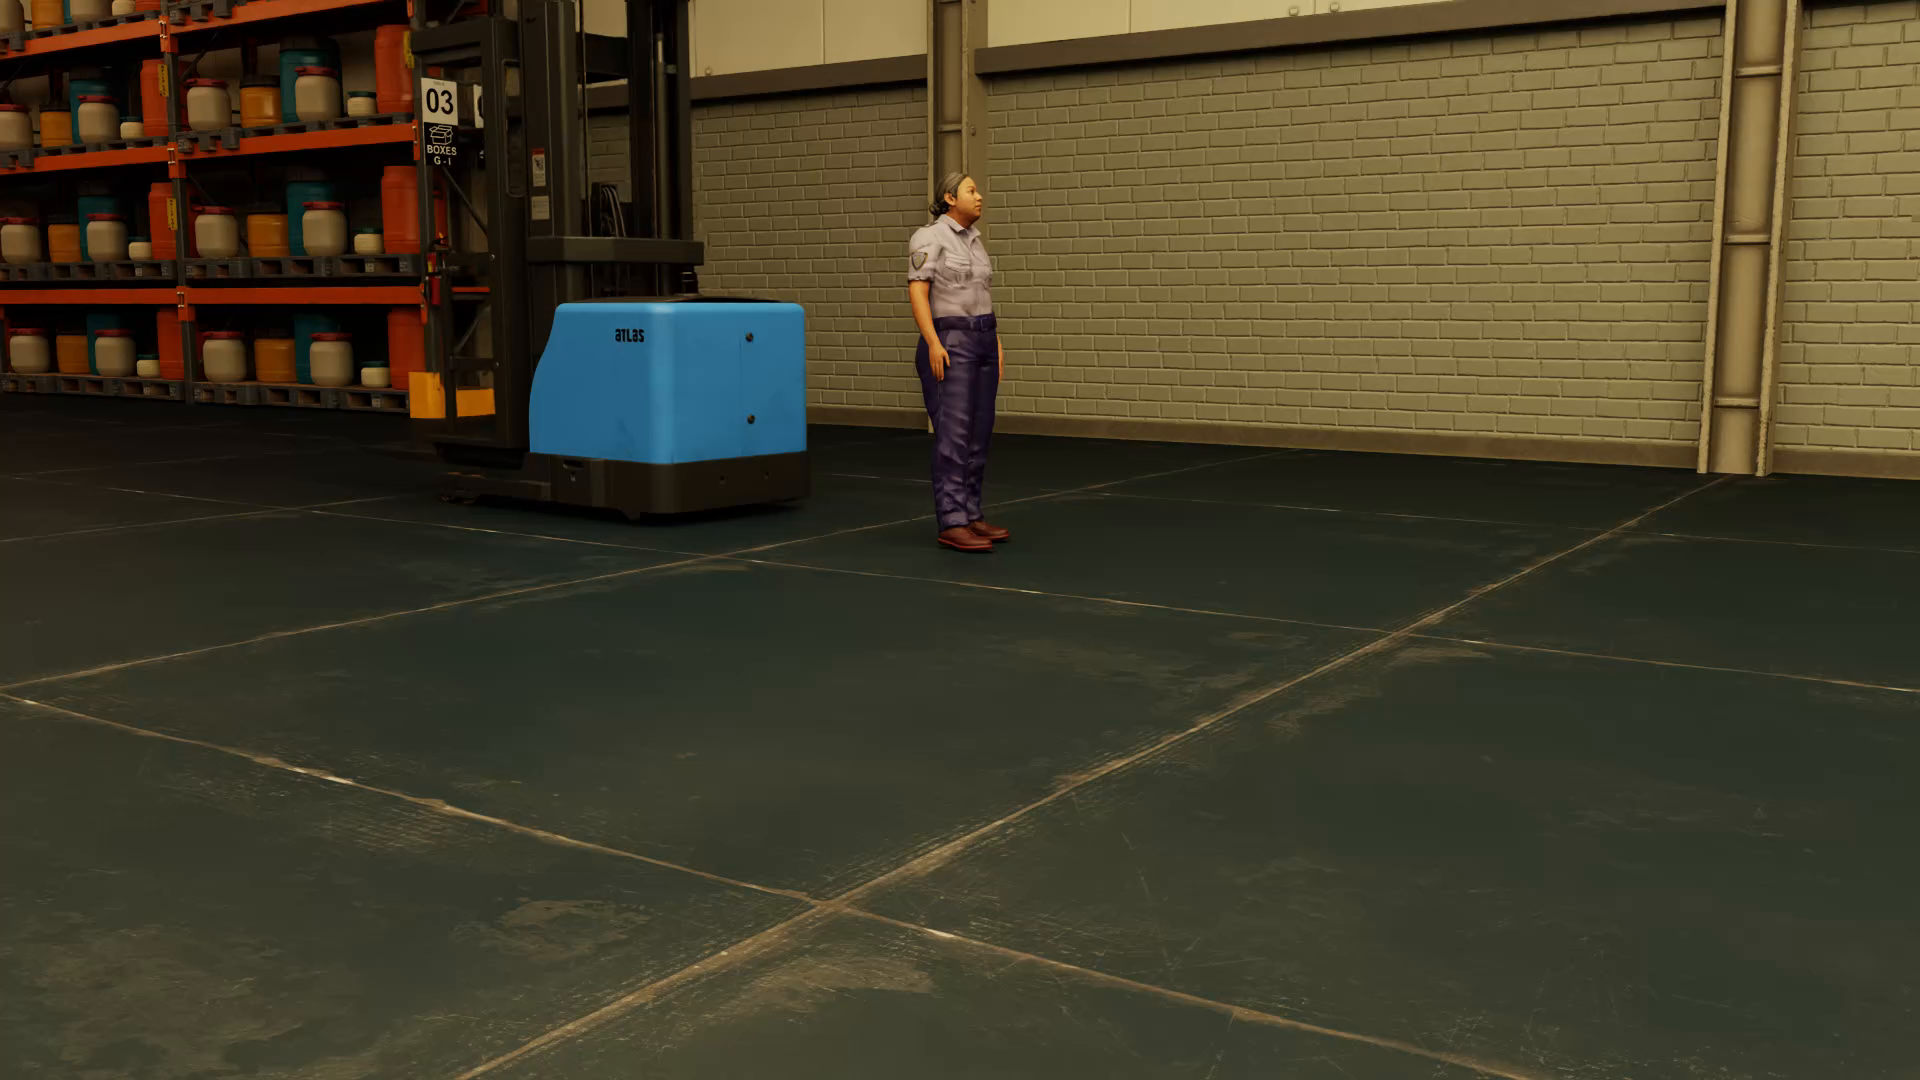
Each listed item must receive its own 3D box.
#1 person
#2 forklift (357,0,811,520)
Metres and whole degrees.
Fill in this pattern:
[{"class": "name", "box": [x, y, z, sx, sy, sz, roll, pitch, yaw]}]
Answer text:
[{"class": "person", "box": [0.062, -0.808, 7.419, 0.502, 1.640, 0.598, 5, 10, 34]}, {"class": "forklift", "box": [-2.238, -1.691, 9.086, 3.031, 2.935, 1.130, 7, 10, 39]}]
